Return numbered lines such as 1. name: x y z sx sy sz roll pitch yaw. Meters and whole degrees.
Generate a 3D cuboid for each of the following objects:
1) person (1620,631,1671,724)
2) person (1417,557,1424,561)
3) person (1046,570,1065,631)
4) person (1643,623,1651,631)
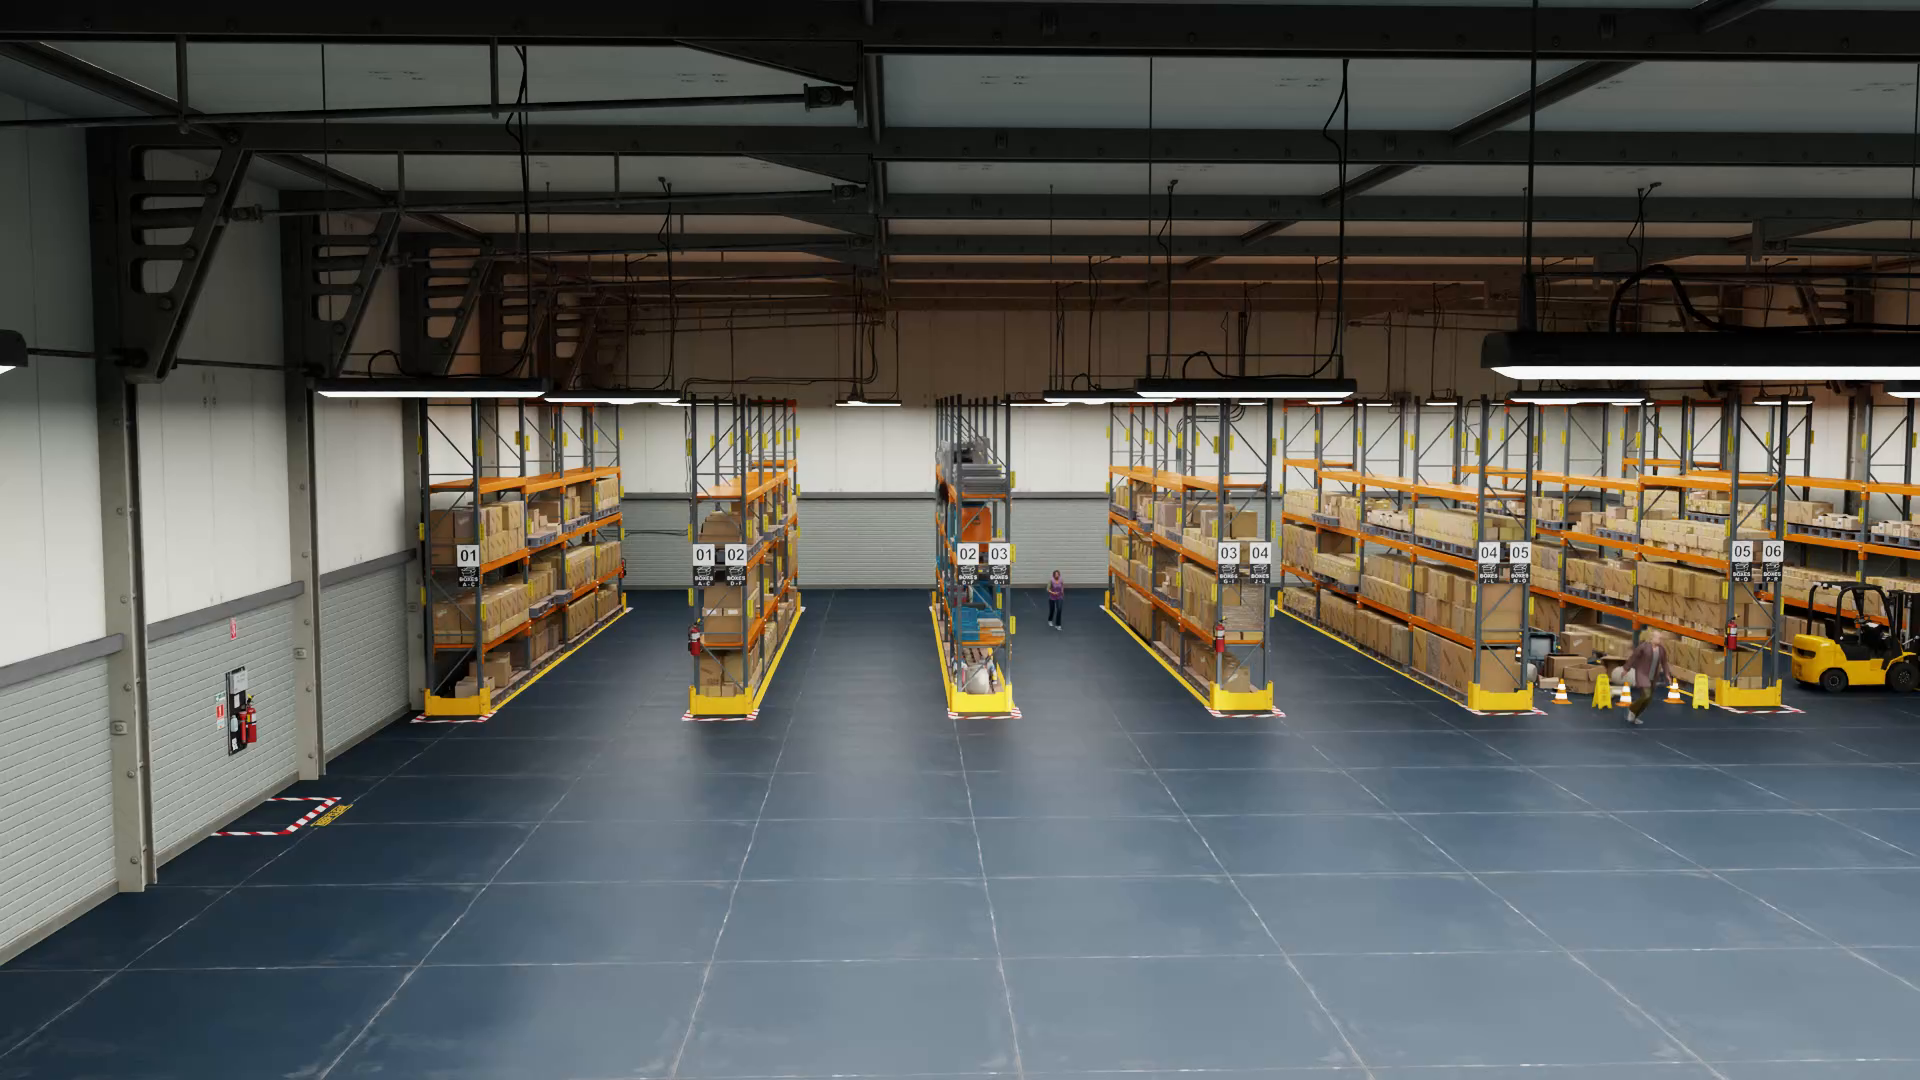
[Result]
1. person: 12.440 2.490 30.101 0.690 1.726 0.751 -2 5 -22
2. person: 12.406 1.345 44.598 0.686 1.752 0.995 -2 5 -22
3. person: 2.464 1.540 43.237 0.532 1.568 0.879 -1 5 -11
4. person: 17.108 1.717 40.981 0.603 1.597 0.715 -1 5 -18
